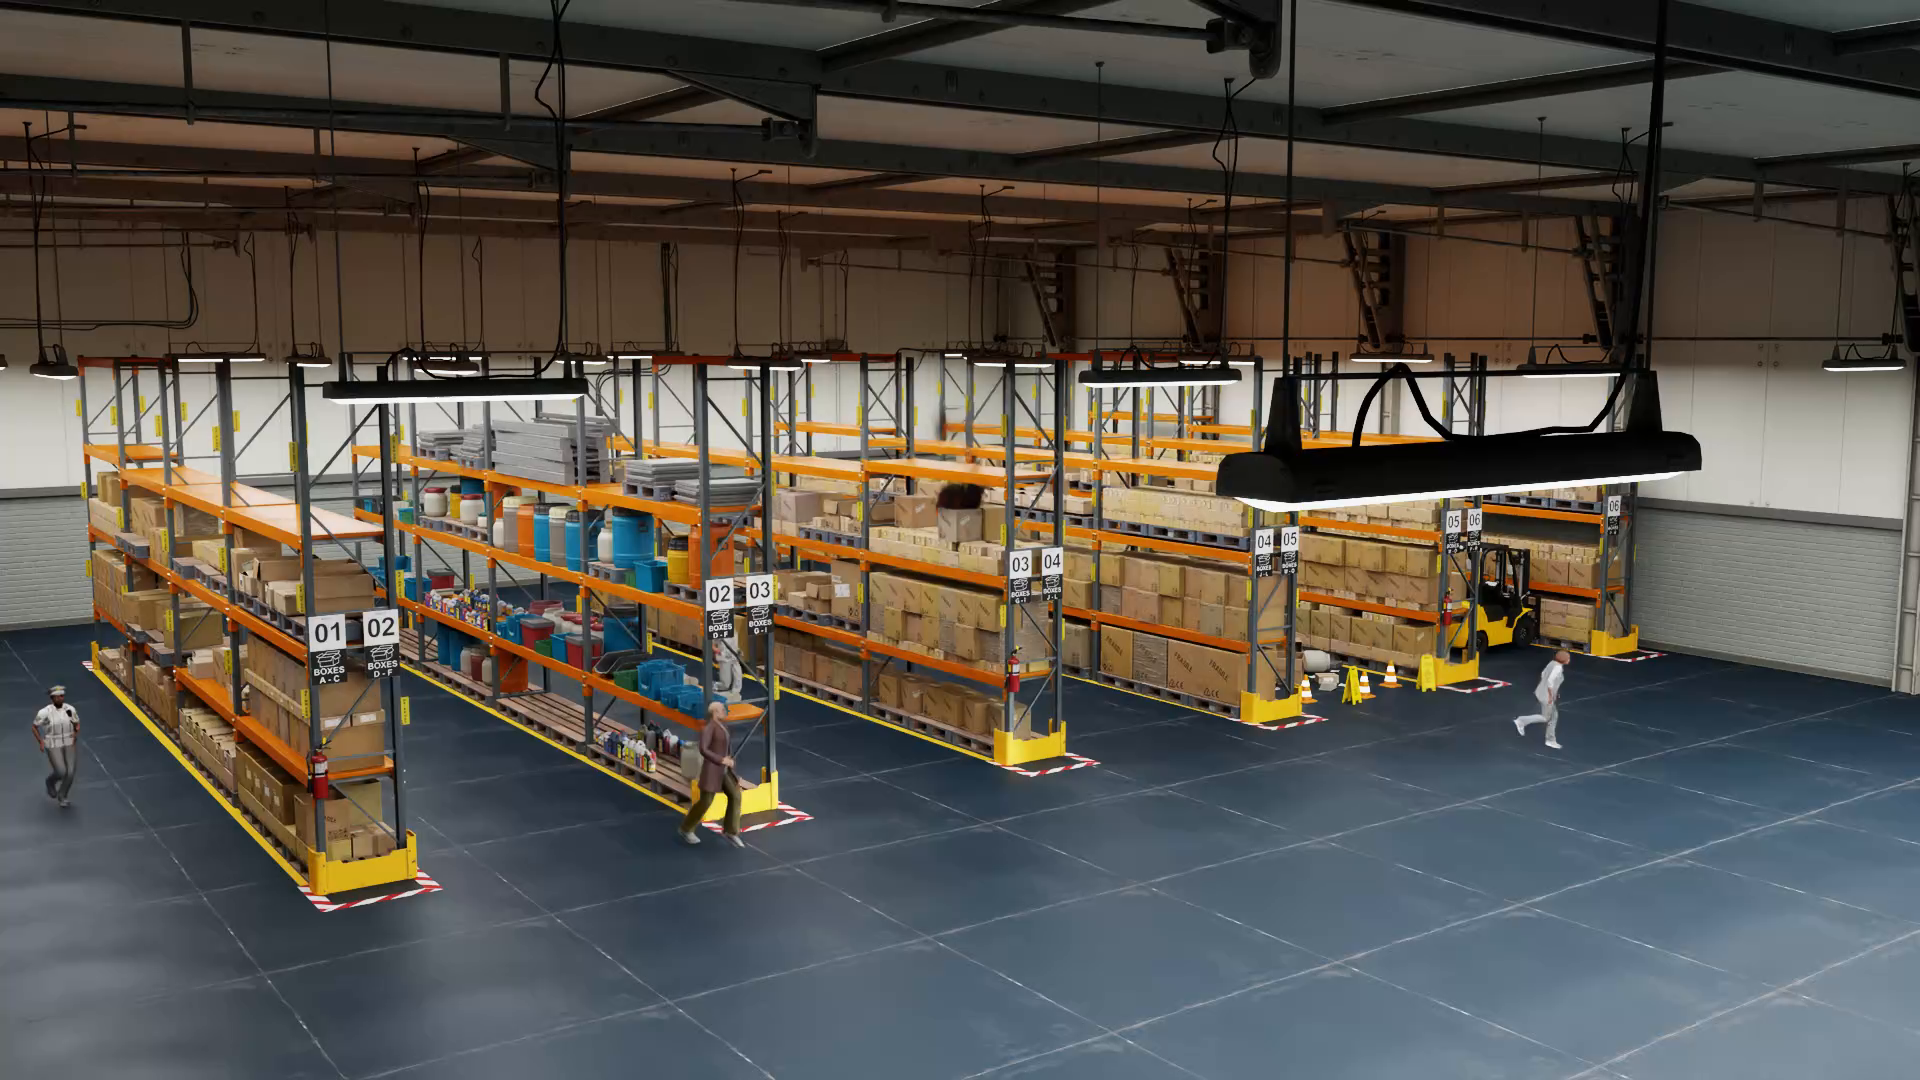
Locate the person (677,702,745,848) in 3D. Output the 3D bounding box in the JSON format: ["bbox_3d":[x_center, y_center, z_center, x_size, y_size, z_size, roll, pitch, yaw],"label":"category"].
[{"bbox_3d":[-3.064,2.938,20.921,0.873,1.805,0.765,2,7,18],"label":"person"}]

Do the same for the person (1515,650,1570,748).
[{"bbox_3d":[9.041,2.468,25.849,0.810,1.546,0.538,0,7,0],"label":"person"}]

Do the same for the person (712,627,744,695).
[{"bbox_3d":[-3.956,2.050,28.166,0.863,1.771,0.657,6,9,40],"label":"person"}]

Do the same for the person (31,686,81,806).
[{"bbox_3d":[-12.183,2.789,22.529,0.553,1.661,0.570,6,9,42],"label":"person"}]
